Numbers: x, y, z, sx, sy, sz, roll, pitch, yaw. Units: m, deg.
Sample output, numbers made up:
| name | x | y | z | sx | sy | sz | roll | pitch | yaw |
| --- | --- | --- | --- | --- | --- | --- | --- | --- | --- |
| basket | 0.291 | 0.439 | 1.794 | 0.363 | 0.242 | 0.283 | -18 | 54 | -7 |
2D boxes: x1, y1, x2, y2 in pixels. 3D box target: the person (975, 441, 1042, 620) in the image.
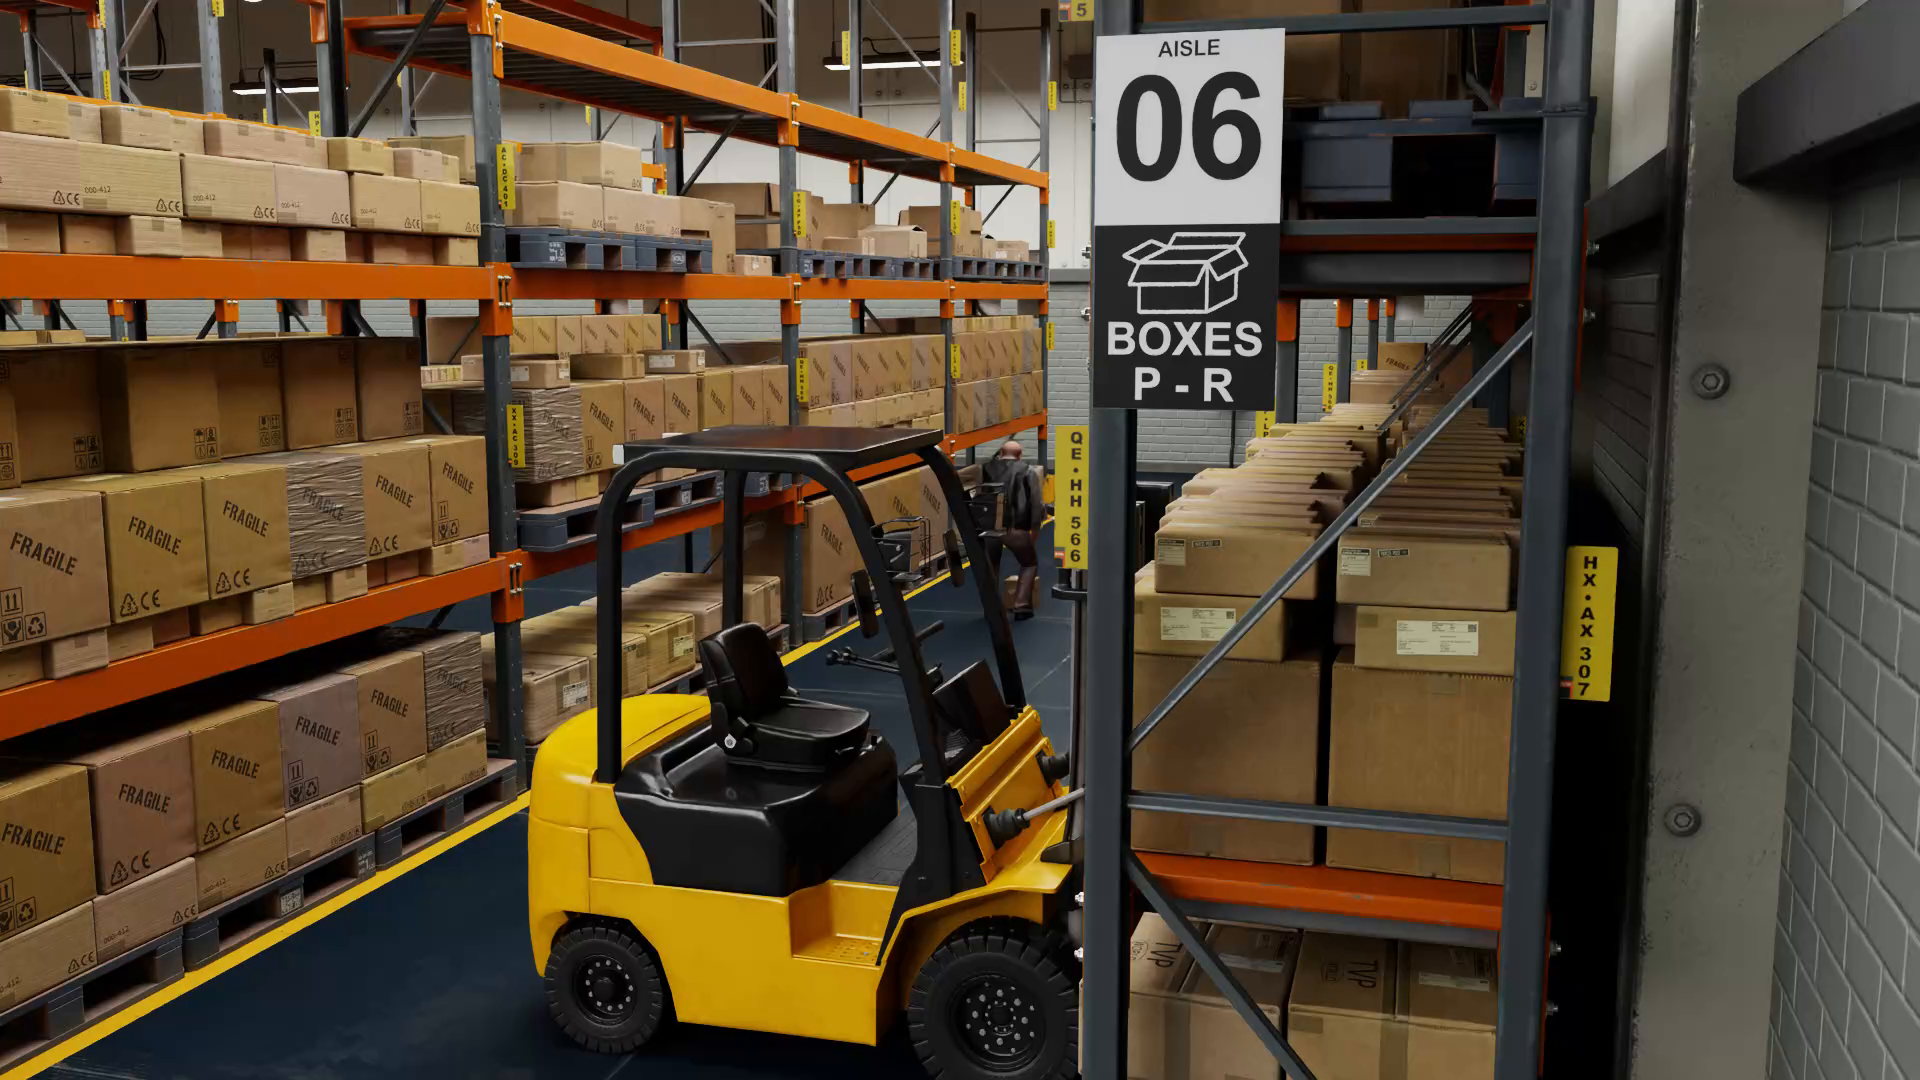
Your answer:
| name | x | y | z | sx | sy | sz | roll | pitch | yaw |
| --- | --- | --- | --- | --- | --- | --- | --- | --- | --- |
| person | 0.378 | -0.077 | 13.900 | 0.590 | 1.455 | 0.670 | 2 | 9 | 16 |
